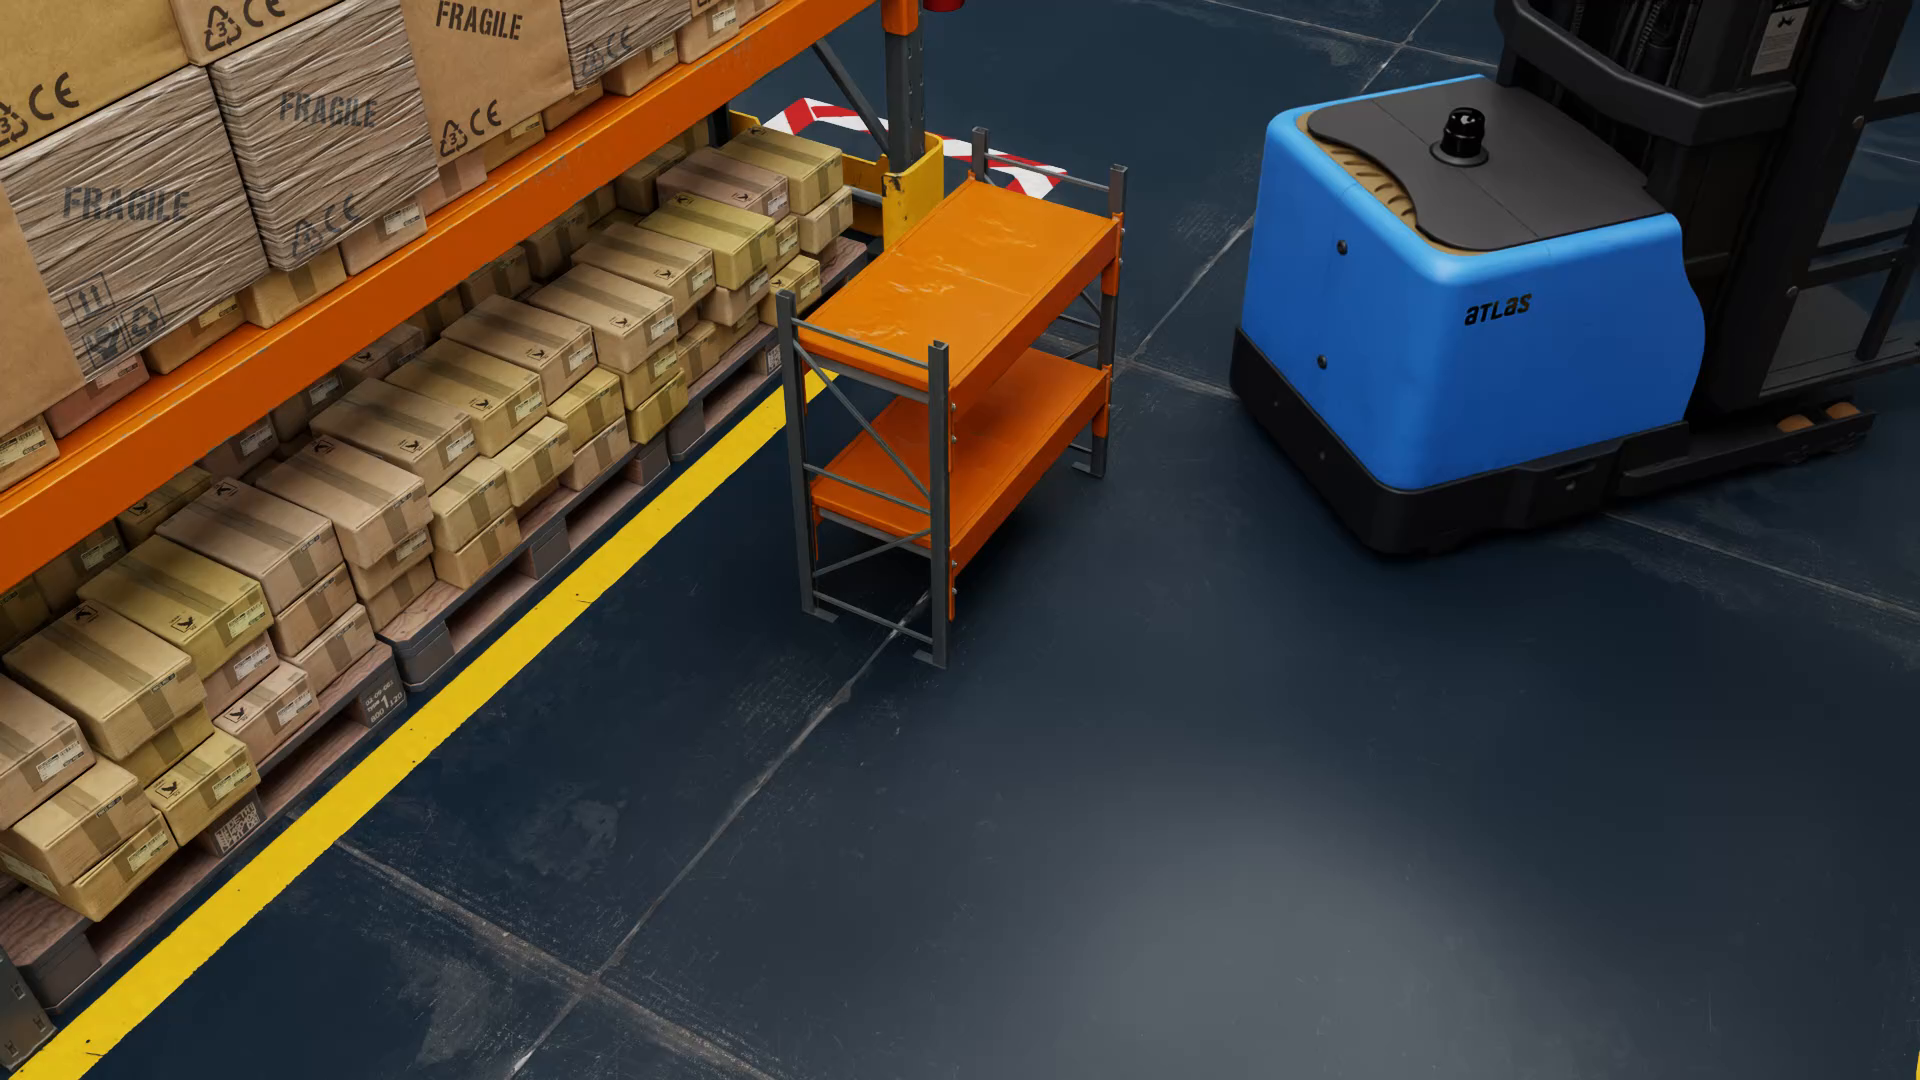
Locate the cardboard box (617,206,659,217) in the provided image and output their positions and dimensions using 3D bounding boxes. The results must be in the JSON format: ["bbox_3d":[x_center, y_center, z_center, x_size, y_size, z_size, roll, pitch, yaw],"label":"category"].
[{"bbox_3d":[-1.262,-1.228,5.989,0.380,0.149,0.250,21,45,22],"label":"cardboard box"}]

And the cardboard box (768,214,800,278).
[{"bbox_3d":[-0.786,-1.053,5.790,0.380,0.149,0.250,20,45,21],"label":"cardboard box"}]

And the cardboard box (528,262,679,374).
[{"bbox_3d":[-1.103,-0.692,5.155,0.380,0.149,0.250,23,46,24],"label":"cardboard box"}]

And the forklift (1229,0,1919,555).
[{"bbox_3d":[2.503,-1.663,4.920,3.031,2.935,1.130,-14,43,-15],"label":"forklift"}]

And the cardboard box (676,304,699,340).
[{"bbox_3d":[-1.091,-0.767,5.465,0.380,0.149,0.250,20,45,22],"label":"cardboard box"}]

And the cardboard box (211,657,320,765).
[{"bbox_3d":[-1.920,0.406,4.359,0.380,0.149,0.250,21,45,22],"label":"cardboard box"}]

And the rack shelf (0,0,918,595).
[{"bbox_3d":[-1.593,-0.967,4.623,1.077,0.370,4.000,21,45,22],"label":"rack shelf"}]

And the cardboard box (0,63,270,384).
[{"bbox_3d":[-1.886,-0.728,3.506,0.500,0.500,0.500,21,45,22],"label":"cardboard box"}]

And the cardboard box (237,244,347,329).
[{"bbox_3d":[-1.691,-0.671,3.932,0.380,0.149,0.250,22,46,23],"label":"cardboard box"}]

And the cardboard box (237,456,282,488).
[{"bbox_3d":[-2.146,-0.159,4.775,0.380,0.149,0.250,22,46,23],"label":"cardboard box"}]

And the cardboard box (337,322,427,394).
[{"bbox_3d":[-1.832,-0.570,5.017,0.380,0.149,0.250,21,46,22],"label":"cardboard box"}]

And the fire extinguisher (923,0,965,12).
[{"bbox_3d":[-0.066,-2.204,5.824,0.296,0.674,0.183,21,45,22],"label":"fire extinguisher"}]

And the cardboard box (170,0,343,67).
[{"bbox_3d":[-1.631,-1.375,3.484,0.500,0.500,0.500,22,46,23],"label":"cardboard box"}]

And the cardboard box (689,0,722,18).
[{"bbox_3d":[-0.856,-1.896,4.832,0.500,0.500,0.500,20,45,21],"label":"cardboard box"}]

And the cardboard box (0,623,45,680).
[{"bbox_3d":[-2.586,0.264,4.295,0.380,0.149,0.250,19,45,20],"label":"cardboard box"}]

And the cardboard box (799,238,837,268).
[{"bbox_3d":[-0.675,-1.099,6.068,0.380,0.149,0.250,22,46,23],"label":"cardboard box"}]

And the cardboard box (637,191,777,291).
[{"bbox_3d":[-0.832,-0.991,5.495,0.380,0.149,0.250,20,45,21],"label":"cardboard box"}]

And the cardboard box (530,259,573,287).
[{"bbox_3d":[-1.530,-0.948,5.671,0.380,0.149,0.250,22,46,23],"label":"cardboard box"}]

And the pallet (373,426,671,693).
[{"bbox_3d":[-1.678,-0.143,5.253,1.003,0.211,1.213,21,45,22],"label":"pallet"}]

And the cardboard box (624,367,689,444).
[{"bbox_3d":[-1.108,-0.484,5.369,0.380,0.149,0.250,19,45,20],"label":"cardboard box"}]

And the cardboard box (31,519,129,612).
[{"bbox_3d":[-2.429,0.002,4.367,0.380,0.149,0.250,21,45,22],"label":"cardboard box"}]

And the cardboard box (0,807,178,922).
[{"bbox_3d":[-2.133,0.717,4.005,0.380,0.149,0.250,19,45,20],"label":"cardboard box"}]

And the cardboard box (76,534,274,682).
[{"bbox_3d":[-1.969,0.169,4.178,0.380,0.149,0.250,20,45,21],"label":"cardboard box"}]

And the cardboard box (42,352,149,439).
[{"bbox_3d":[-2.015,-0.395,3.619,0.380,0.149,0.250,19,45,20],"label":"cardboard box"}]

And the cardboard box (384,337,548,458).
[{"bbox_3d":[-1.437,-0.418,4.844,0.380,0.149,0.250,21,46,22],"label":"cardboard box"}]

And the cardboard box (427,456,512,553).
[{"bbox_3d":[-1.518,-0.146,4.761,0.380,0.149,0.250,21,45,22],"label":"cardboard box"}]

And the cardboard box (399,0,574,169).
[{"bbox_3d":[-1.360,-1.320,4.179,0.500,0.500,0.500,23,46,24],"label":"cardboard box"}]

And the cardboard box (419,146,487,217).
[{"bbox_3d":[-1.457,-0.991,4.295,0.380,0.149,0.250,23,46,24],"label":"cardboard box"}]

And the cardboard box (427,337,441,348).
[{"bbox_3d":[-1.681,-0.596,5.271,0.380,0.149,0.250,23,46,24],"label":"cardboard box"}]

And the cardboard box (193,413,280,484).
[{"bbox_3d":[-2.176,-0.306,4.717,0.380,0.149,0.250,19,45,20],"label":"cardboard box"}]

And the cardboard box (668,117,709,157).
[{"bbox_3d":[-1.148,-1.505,6.079,0.380,0.149,0.250,19,45,20],"label":"cardboard box"}]

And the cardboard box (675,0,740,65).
[{"bbox_3d":[-0.887,-1.575,4.959,0.380,0.149,0.250,22,46,23],"label":"cardboard box"}]

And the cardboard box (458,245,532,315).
[{"bbox_3d":[-1.618,-0.881,5.370,0.380,0.149,0.250,23,46,24],"label":"cardboard box"}]

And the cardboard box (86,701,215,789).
[{"bbox_3d":[-2.086,0.432,4.104,0.380,0.149,0.250,21,46,22],"label":"cardboard box"}]

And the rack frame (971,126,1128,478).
[{"bbox_3d":[0.258,-0.717,5.213,0.500,1.125,0.032,21,45,22],"label":"rack frame"}]

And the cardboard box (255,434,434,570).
[{"bbox_3d":[-1.660,-0.107,4.491,0.380,0.149,0.250,22,46,23],"label":"cardboard box"}]

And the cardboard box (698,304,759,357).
[{"bbox_3d":[-0.922,-0.796,5.723,0.380,0.149,0.250,21,45,22],"label":"cardboard box"}]

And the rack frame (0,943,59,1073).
[{"bbox_3d":[-2.593,-0.093,3.086,1.000,3.000,0.127,21,45,22],"label":"rack frame"}]

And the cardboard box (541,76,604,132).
[{"bbox_3d":[-1.231,-1.299,4.646,0.380,0.149,0.250,19,45,20],"label":"cardboard box"}]

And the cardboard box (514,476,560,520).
[{"bbox_3d":[-1.454,-0.214,5.063,0.380,0.149,0.250,22,46,23],"label":"cardboard box"}]

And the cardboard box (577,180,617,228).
[{"bbox_3d":[-1.419,-1.206,5.739,0.380,0.149,0.250,21,45,22],"label":"cardboard box"}]

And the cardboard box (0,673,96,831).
[{"bbox_3d":[-2.242,0.468,3.839,0.380,0.149,0.250,23,46,24],"label":"cardboard box"}]

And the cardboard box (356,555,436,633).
[{"bbox_3d":[-1.732,0.078,4.731,0.380,0.149,0.250,19,45,20],"label":"cardboard box"}]

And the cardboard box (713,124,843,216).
[{"bbox_3d":[-0.637,-1.306,5.852,0.380,0.149,0.250,21,46,23],"label":"cardboard box"}]

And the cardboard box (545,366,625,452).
[{"bbox_3d":[-1.260,-0.446,5.101,0.380,0.149,0.250,23,46,24],"label":"cardboard box"}]

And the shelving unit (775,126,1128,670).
[{"bbox_3d":[0.003,-0.426,4.883,0.538,1.125,1.048,21,45,22],"label":"shelving unit"}]

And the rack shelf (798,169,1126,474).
[{"bbox_3d":[0.003,-0.646,4.689,0.538,0.278,1.000,21,45,22],"label":"rack shelf"}]

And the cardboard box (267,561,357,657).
[{"bbox_3d":[-1.858,0.127,4.451,0.380,0.149,0.250,19,45,20],"label":"cardboard box"}]
